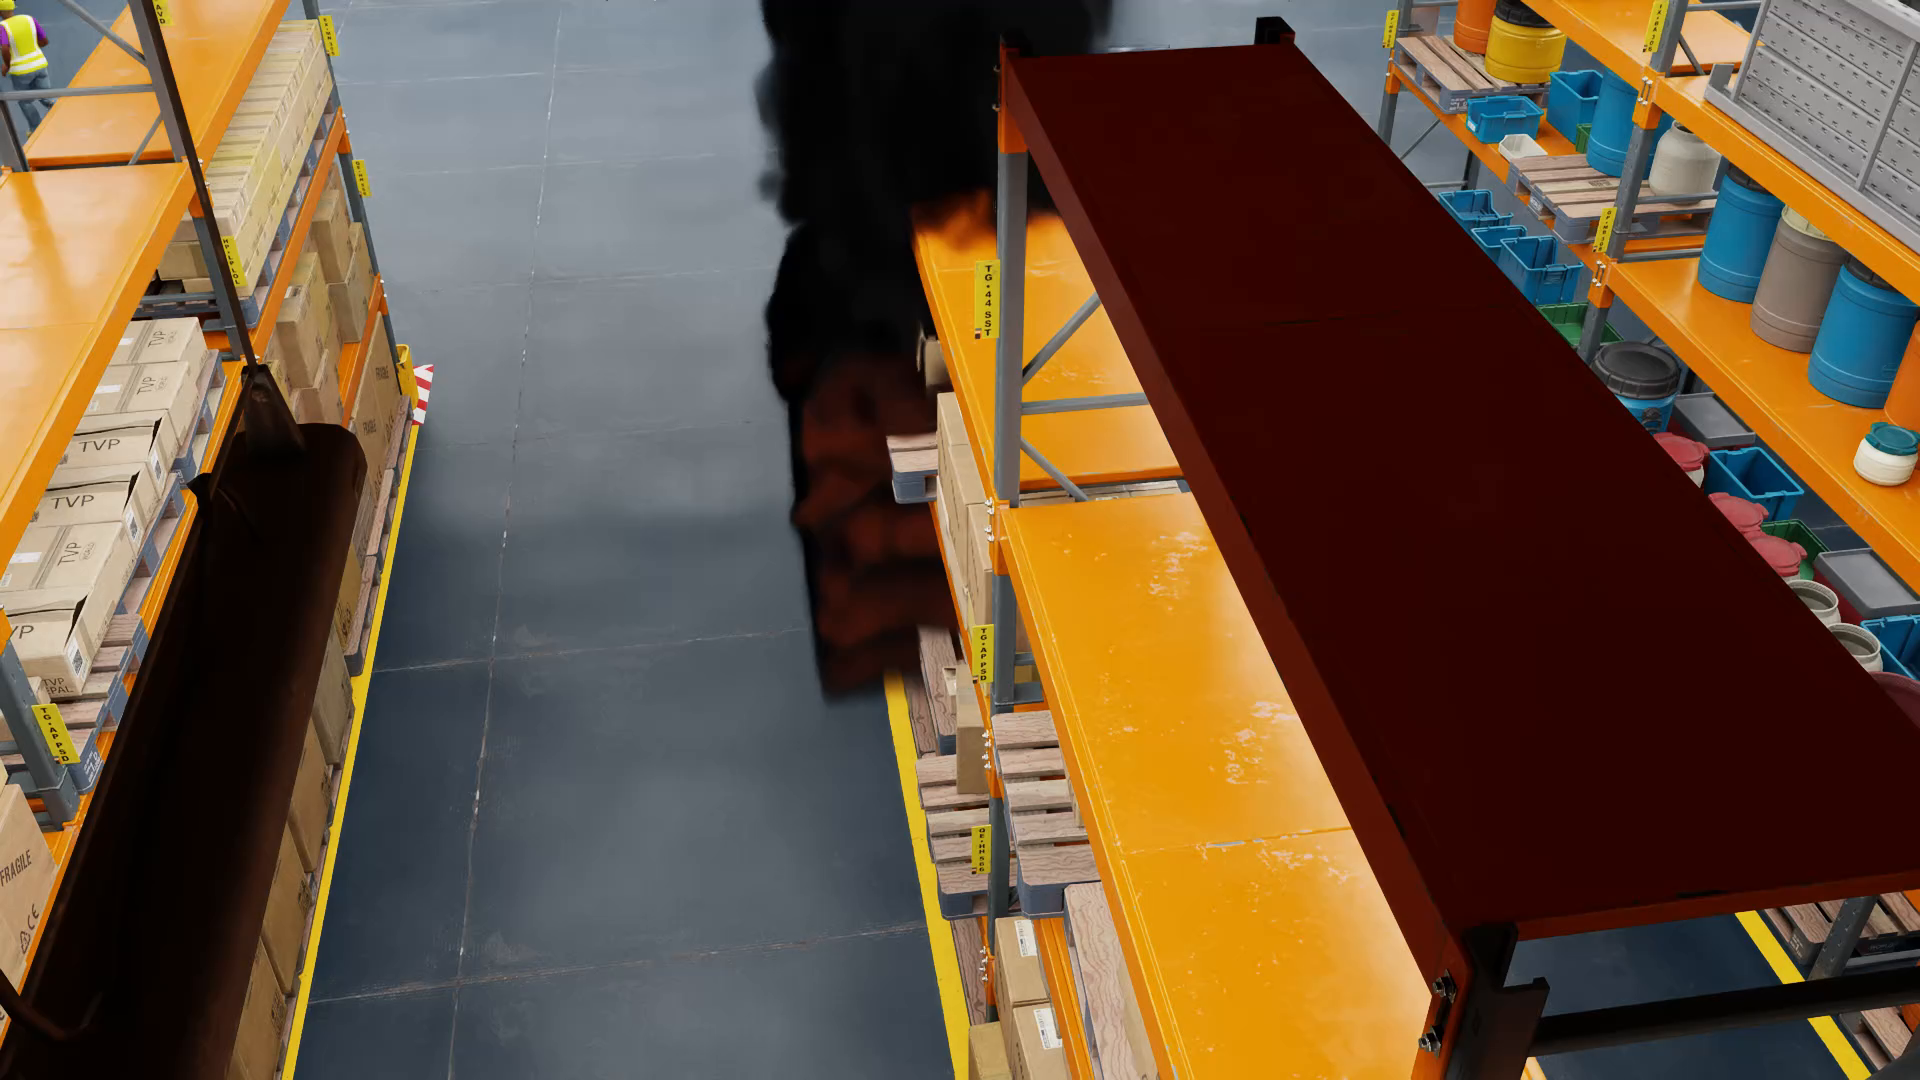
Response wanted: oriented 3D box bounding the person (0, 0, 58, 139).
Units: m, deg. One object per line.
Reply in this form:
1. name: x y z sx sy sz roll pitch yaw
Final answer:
1. person: -10.848 -5.480 19.425 0.948 1.754 0.681 19 40 24

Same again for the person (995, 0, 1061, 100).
1. person: 0.977 -6.171 20.323 1.079 1.719 0.673 10 37 13
